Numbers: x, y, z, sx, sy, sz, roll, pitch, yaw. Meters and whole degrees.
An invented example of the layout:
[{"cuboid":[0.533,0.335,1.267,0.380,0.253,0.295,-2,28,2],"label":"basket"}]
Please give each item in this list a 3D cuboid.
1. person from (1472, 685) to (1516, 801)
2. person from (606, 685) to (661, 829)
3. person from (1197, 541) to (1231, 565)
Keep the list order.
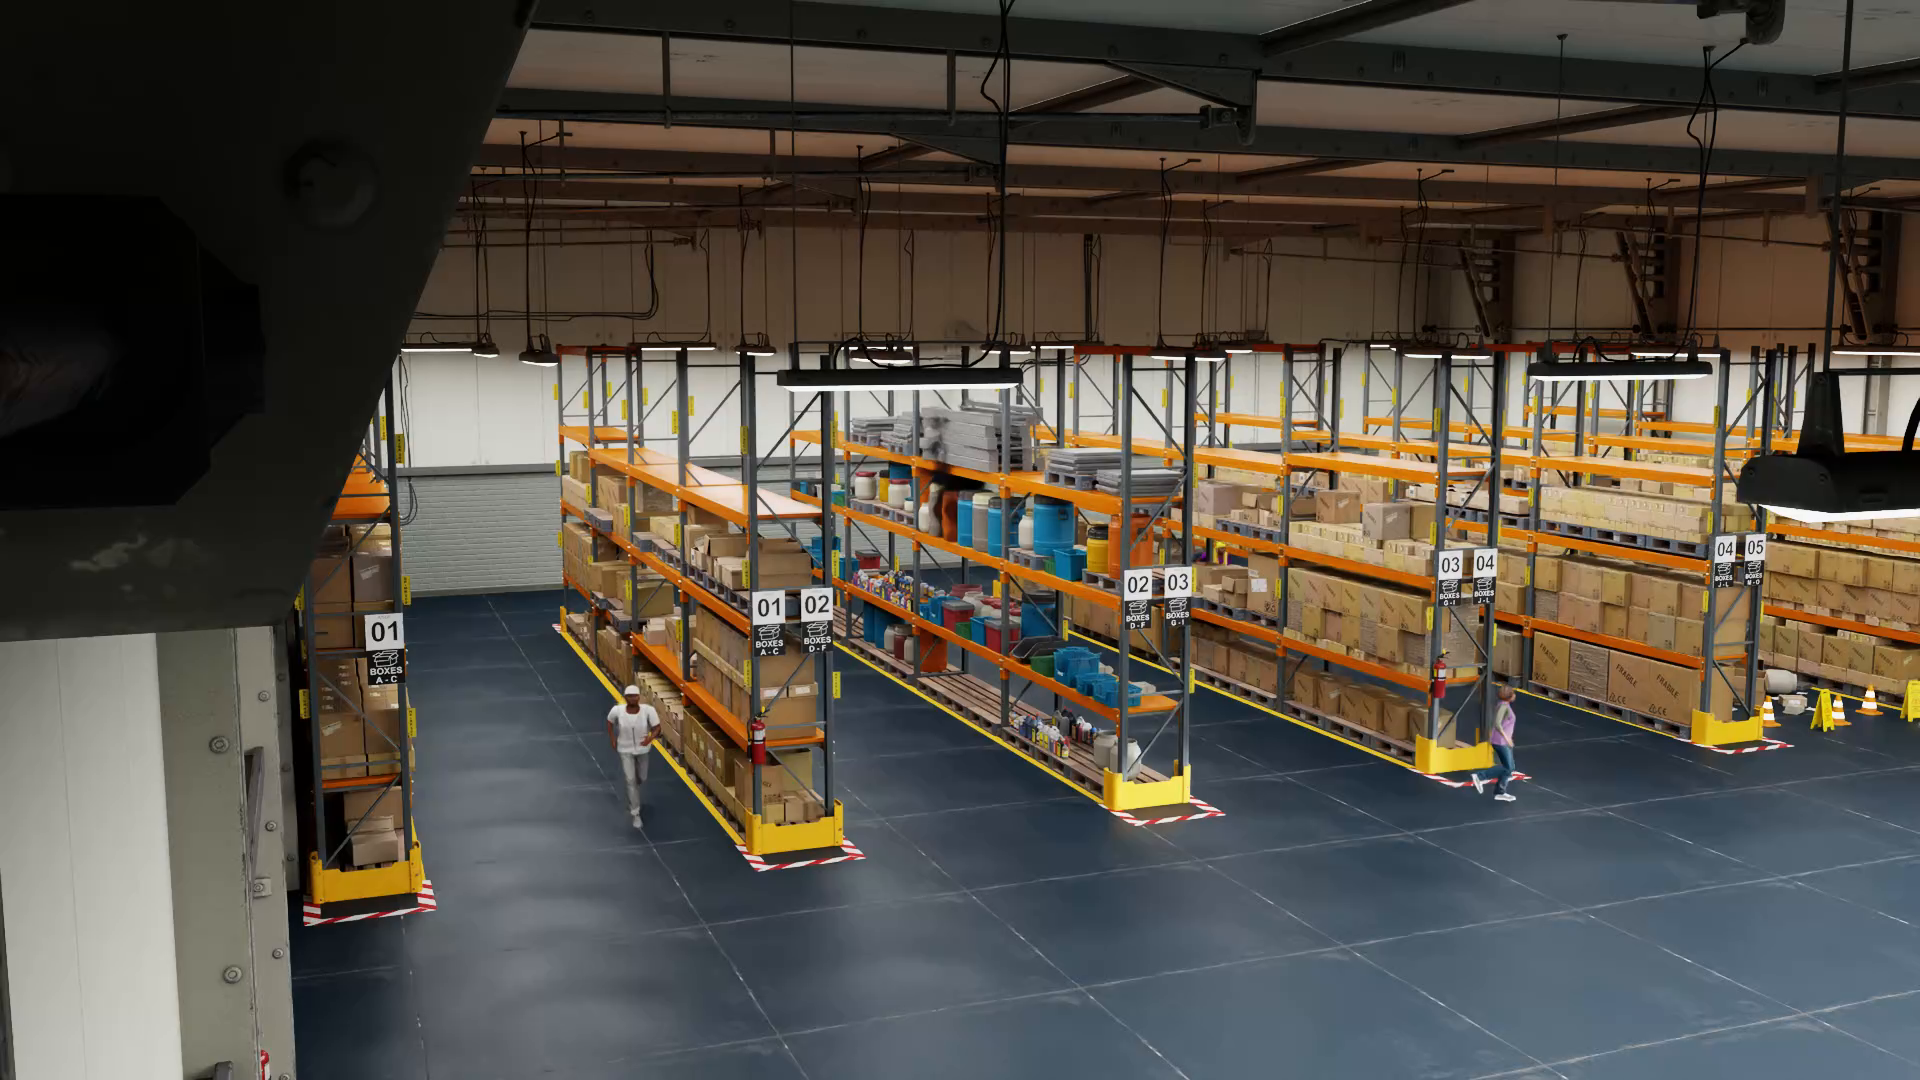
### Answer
[{"cuboid":[7.212,2.731,22.440,0.581,1.542,0.561,1,7,9],"label":"person"},{"cuboid":[-4.213,2.742,21.580,0.666,1.775,1.141,-3,8,-20],"label":"person"},{"cuboid":[5.649,0.852,36.602,0.685,1.683,0.745,-4,8,-29],"label":"person"}]
